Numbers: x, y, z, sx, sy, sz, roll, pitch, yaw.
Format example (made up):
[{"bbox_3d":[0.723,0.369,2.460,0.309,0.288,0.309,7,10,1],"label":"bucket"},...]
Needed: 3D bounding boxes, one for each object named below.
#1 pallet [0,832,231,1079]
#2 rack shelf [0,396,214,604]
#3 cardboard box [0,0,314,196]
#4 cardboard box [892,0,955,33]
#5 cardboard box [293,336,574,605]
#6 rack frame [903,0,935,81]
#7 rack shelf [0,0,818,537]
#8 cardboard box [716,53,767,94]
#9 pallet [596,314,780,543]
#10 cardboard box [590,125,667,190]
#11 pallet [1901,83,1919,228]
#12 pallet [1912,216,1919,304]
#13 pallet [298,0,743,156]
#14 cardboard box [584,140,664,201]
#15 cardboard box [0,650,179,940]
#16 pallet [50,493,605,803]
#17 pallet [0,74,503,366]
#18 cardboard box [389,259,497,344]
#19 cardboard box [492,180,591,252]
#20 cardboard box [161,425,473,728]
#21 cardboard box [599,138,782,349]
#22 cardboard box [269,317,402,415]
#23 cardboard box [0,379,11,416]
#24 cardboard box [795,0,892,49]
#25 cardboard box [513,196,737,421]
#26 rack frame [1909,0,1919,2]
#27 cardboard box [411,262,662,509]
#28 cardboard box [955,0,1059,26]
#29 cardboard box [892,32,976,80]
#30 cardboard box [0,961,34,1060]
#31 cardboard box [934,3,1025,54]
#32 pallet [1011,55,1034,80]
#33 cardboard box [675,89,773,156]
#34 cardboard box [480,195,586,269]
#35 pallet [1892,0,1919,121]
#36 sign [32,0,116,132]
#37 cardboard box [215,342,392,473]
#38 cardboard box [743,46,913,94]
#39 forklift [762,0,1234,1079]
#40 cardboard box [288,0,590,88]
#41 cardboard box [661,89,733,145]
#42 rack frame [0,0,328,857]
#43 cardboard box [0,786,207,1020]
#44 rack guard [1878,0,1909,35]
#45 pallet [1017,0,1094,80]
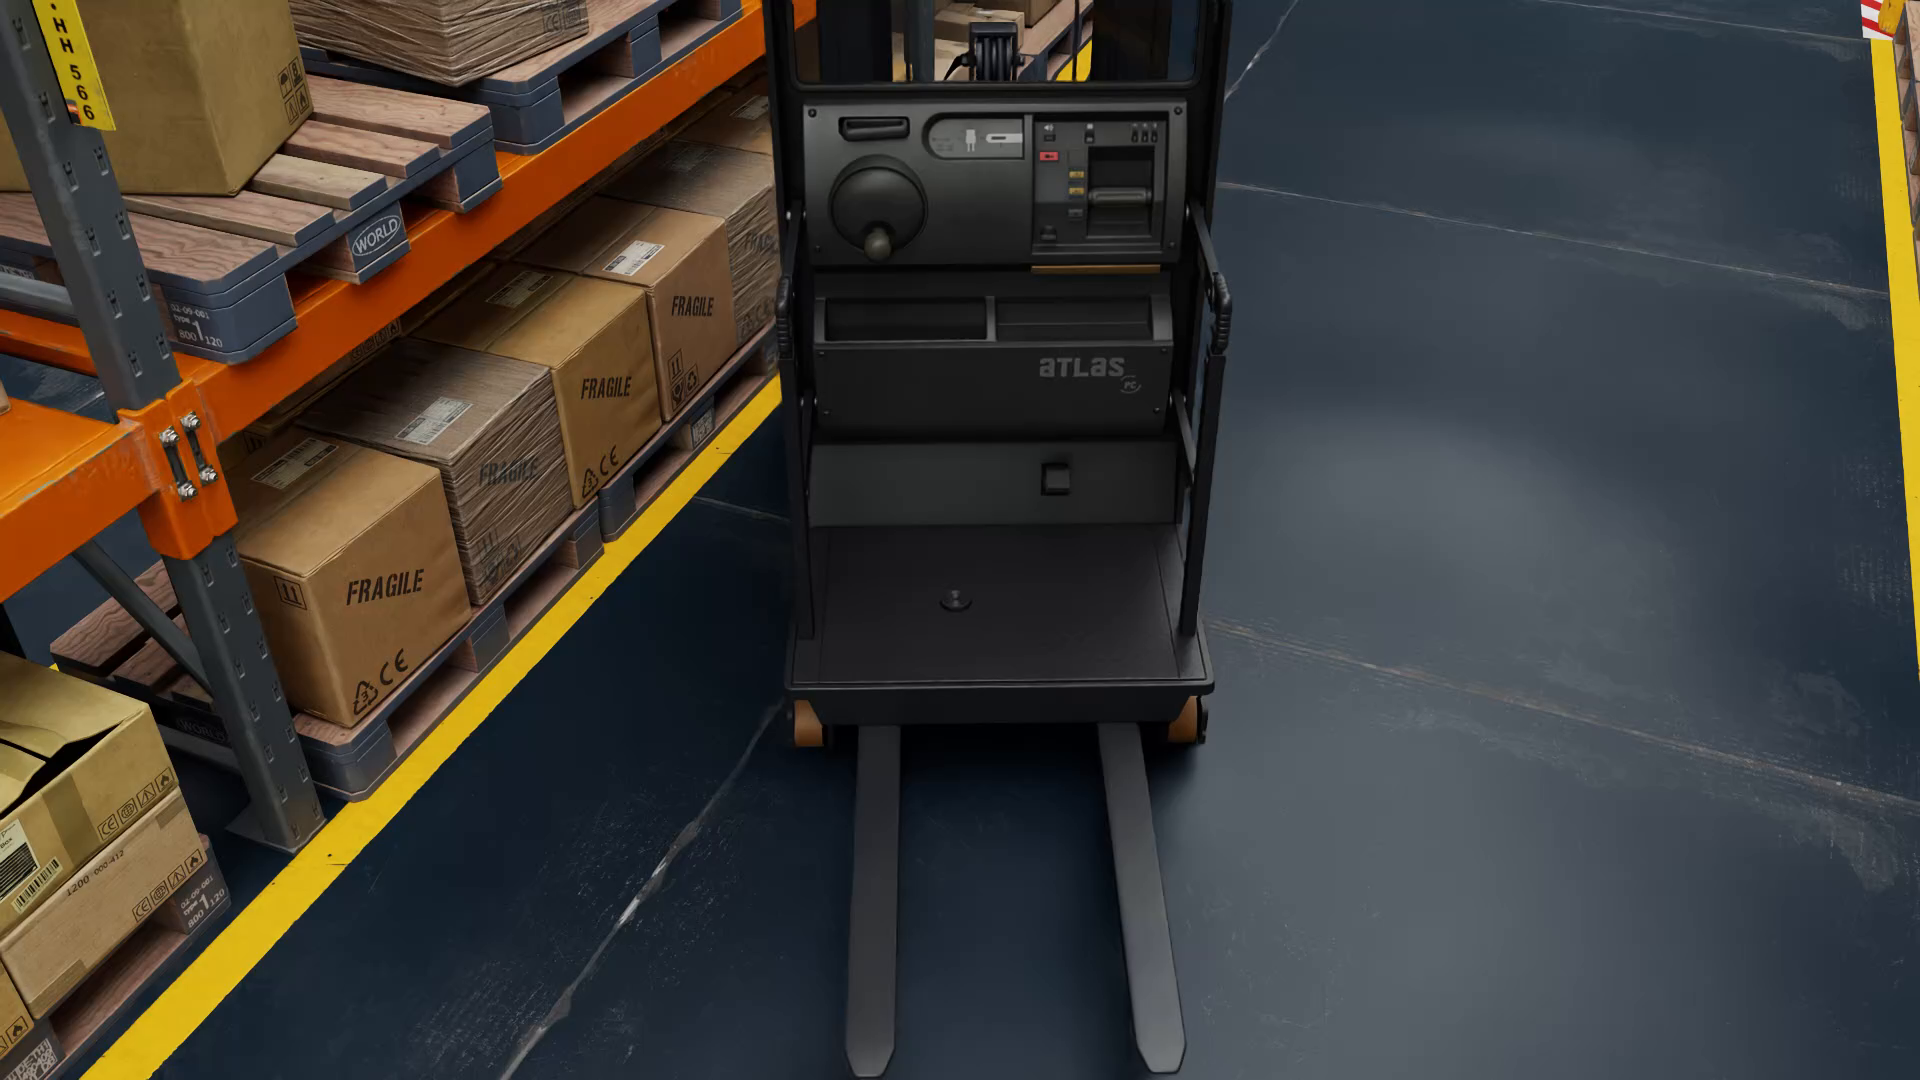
[{"bbox_3d":[-2.460,1.011,3.720,1.003,0.211,1.213,14,39,18],"label":"pallet"},{"bbox_3d":[-2.872,0.843,2.217,1.077,0.370,4.000,14,39,18],"label":"rack shelf"},{"bbox_3d":[-1.975,-1.135,3.829,0.700,0.500,0.500,2,37,2],"label":"cardboard box"},{"bbox_3d":[-0.349,-2.662,8.184,0.500,0.311,0.500,14,39,18],"label":"cardboard box"},{"bbox_3d":[-1.479,-0.205,4.740,0.500,0.500,0.500,12,39,16],"label":"cardboard box"},{"bbox_3d":[-0.589,-2.767,6.446,1.000,3.000,0.127,14,39,18],"label":"rack frame"},{"bbox_3d":[-1.350,-1.372,5.180,1.077,0.370,4.000,14,39,18],"label":"rack shelf"},{"bbox_3d":[-0.998,-1.730,6.779,0.500,0.500,0.500,12,38,16],"label":"cardboard box"},{"bbox_3d":[-1.326,-0.513,5.760,1.003,0.211,1.213,14,39,18],"label":"pallet"},{"bbox_3d":[-1.378,-1.476,5.814,0.500,0.250,0.500,14,39,18],"label":"cardboard box"},{"bbox_3d":[4.697,-1.613,7.232,1.003,0.211,1.213,14,39,18],"label":"pallet"},{"bbox_3d":[4.235,-0.936,6.325,1.003,0.211,1.213,14,39,18],"label":"pallet"},{"bbox_3d":[-1.375,-1.553,4.983,1.003,0.211,1.213,14,39,18],"label":"pallet"},{"bbox_3d":[-1.388,-1.157,6.013,0.500,0.500,0.500,14,39,18],"label":"cardboard box"},{"bbox_3d":[-2.082,0.502,3.550,0.500,0.311,0.500,15,39,19],"label":"cardboard box"},{"bbox_3d":[-1.791,0.160,4.860,1.003,0.211,1.213,14,39,18],"label":"pallet"},{"bbox_3d":[-1.918,-0.867,4.064,1.213,0.211,1.003,14,39,18],"label":"pallet"},{"bbox_3d":[-1.775,-0.585,5.248,0.500,0.500,0.500,12,39,16],"label":"cardboard box"},{"bbox_3d":[-1.569,-1.199,5.442,0.500,0.250,0.500,13,39,17],"label":"cardboard box"},{"bbox_3d":[-1.673,0.086,4.350,0.500,0.500,0.500,15,39,20],"label":"cardboard box"},{"bbox_3d":[-0.898,-1.054,5.875,0.500,0.500,0.500,14,39,18],"label":"cardboard box"},{"bbox_3d":[-1.954,-0.631,4.683,0.500,0.250,0.500,15,39,19],"label":"cardboard box"},{"bbox_3d":[-2.289,-0.325,3.254,0.500,0.311,0.500,16,40,21],"label":"cardboard box"},{"bbox_3d":[-0.634,-2.322,7.572,0.500,0.500,0.500,14,39,18],"label":"cardboard box"},{"bbox_3d":[-1.090,-0.772,5.498,0.500,0.500,0.500,13,39,16],"label":"cardboard box"},{"bbox_3d":[5.513,-3.851,7.897,1.000,3.000,0.127,14,39,18],"label":"rack frame"},{"bbox_3d":[-1.284,-0.482,5.110,0.500,0.500,0.500,13,39,17],"label":"cardboard box"},{"bbox_3d":[0.122,-2.985,8.455,0.797,0.503,0.637,14,39,18],"label":"cardboard box"},{"bbox_3d":[-0.229,-2.049,7.365,0.500,0.311,0.500,14,39,18],"label":"cardboard box"},{"bbox_3d":[-2.278,1.014,3.334,0.500,0.250,0.500,13,39,17],"label":"cardboard box"},{"bbox_3d":[0.091,-2.473,8.052,0.380,0.166,0.250,14,39,18],"label":"cardboard box"},{"bbox_3d":[-0.326,-2.030,7.790,1.003,0.211,1.213,14,39,18],"label":"pallet"},{"bbox_3d":[-0.707,-1.332,6.247,0.500,0.500,0.500,14,39,18],"label":"cardboard box"},{"bbox_3d":[-1.581,-0.877,5.638,0.500,0.500,0.500,12,39,16],"label":"cardboard box"},{"bbox_3d":[5.163,-2.287,8.133,1.003,0.211,1.213,14,39,18],"label":"pallet"},{"bbox_3d":[-1.596,-0.891,2.970,0.100,0.325,0.005,14,39,18],"label":"sign"},{"bbox_3d":[-1.972,-0.299,4.864,0.500,0.500,0.500,15,39,20],"label":"cardboard box"},{"bbox_3d":[-0.511,-1.603,6.610,0.500,0.500,0.500,14,39,17],"label":"cardboard box"},{"bbox_3d":[0.092,-0.805,3.879,1.130,2.935,3.031,-1,37,-1],"label":"forklift"},{"bbox_3d":[-1.451,-1.598,4.448,0.700,0.500,0.500,21,42,26],"label":"cardboard box"},{"bbox_3d":[-1.191,-1.432,6.381,0.500,0.500,0.500,14,39,18],"label":"cardboard box"},{"bbox_3d":[-2.111,-0.552,3.484,1.000,3.000,0.127,14,39,18],"label":"rack frame"},{"bbox_3d":[-2.085,0.728,3.717,0.500,0.250,0.500,15,39,19],"label":"cardboard box"},{"bbox_3d":[5.510,-2.866,8.667,1.175,0.500,0.348,14,39,18],"label":"rack guard"},{"bbox_3d":[0.136,-2.708,8.697,1.003,0.211,1.213,14,39,18],"label":"pallet"}]
